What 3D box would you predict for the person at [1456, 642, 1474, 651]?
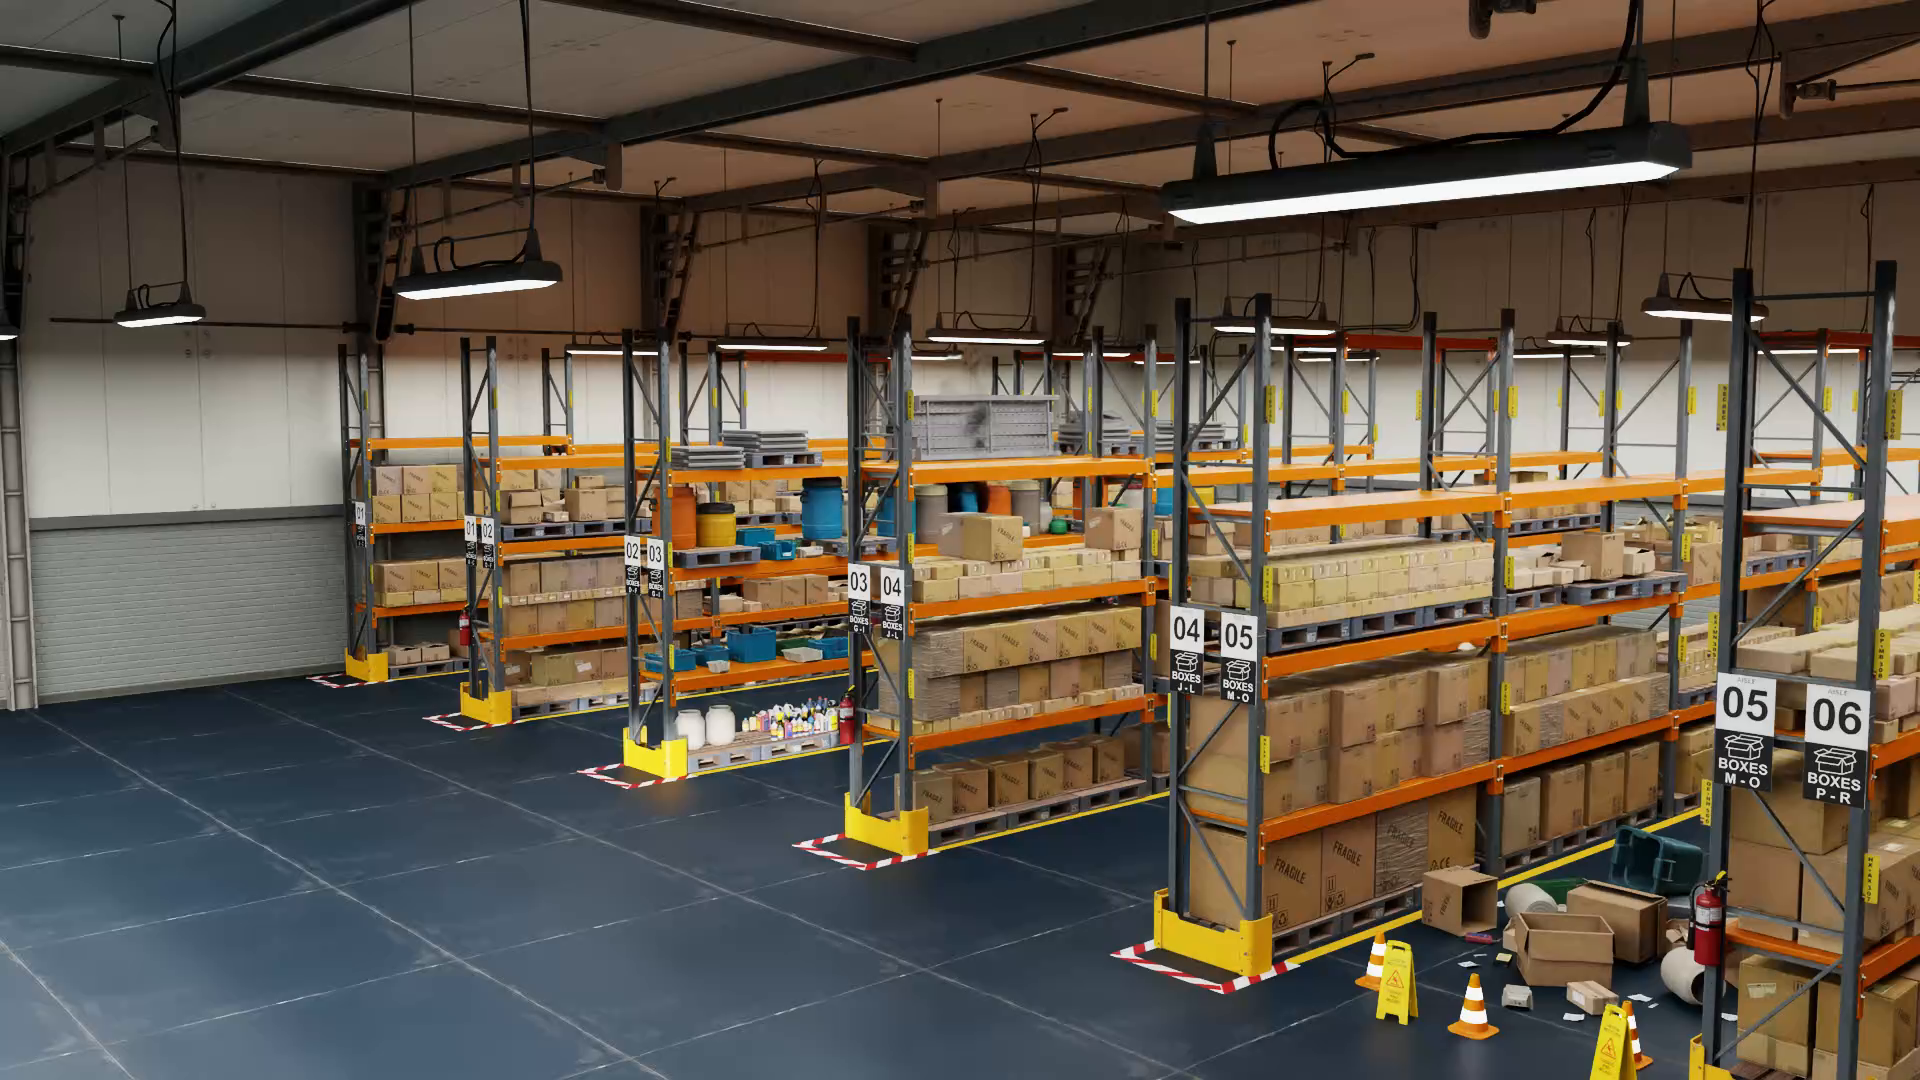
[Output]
[{"bbox_3d":[6.796,2.277,22.544,0.675,1.805,0.682,4,7,41],"label":"person"}]
